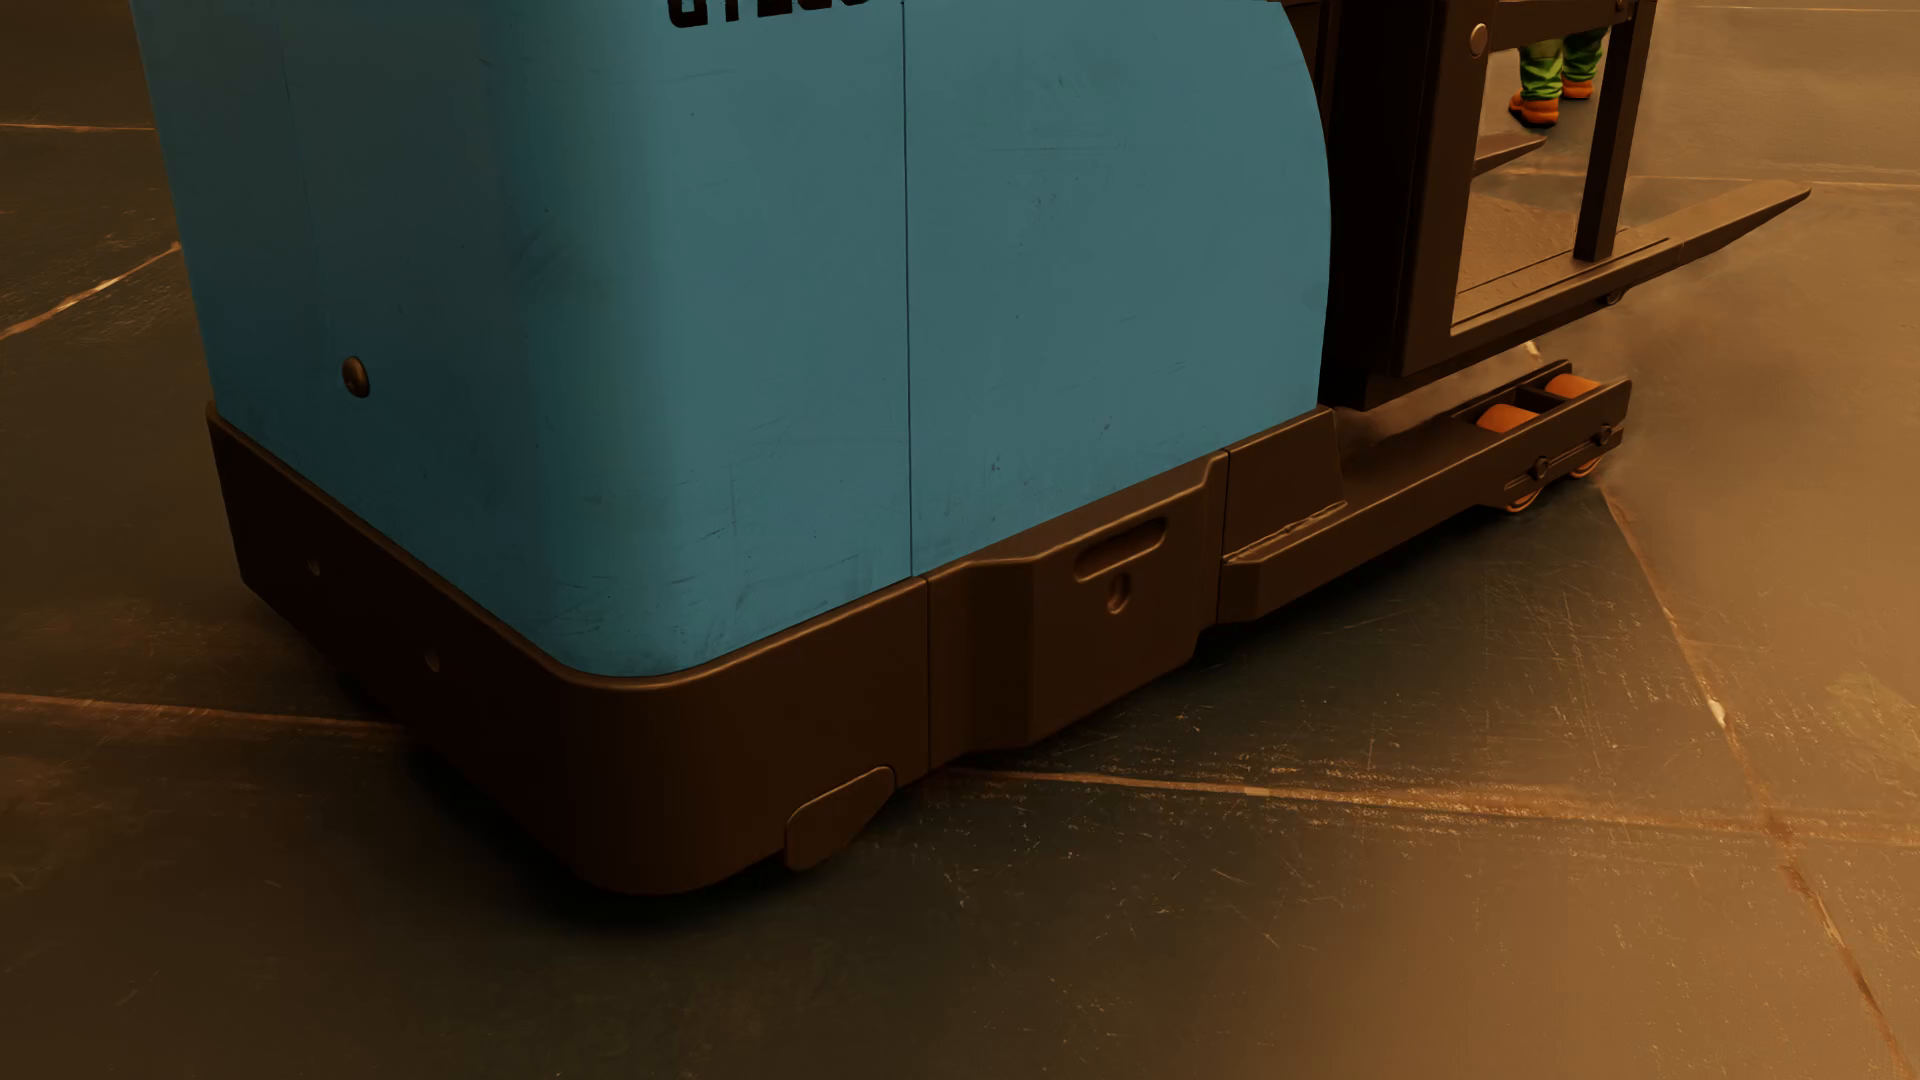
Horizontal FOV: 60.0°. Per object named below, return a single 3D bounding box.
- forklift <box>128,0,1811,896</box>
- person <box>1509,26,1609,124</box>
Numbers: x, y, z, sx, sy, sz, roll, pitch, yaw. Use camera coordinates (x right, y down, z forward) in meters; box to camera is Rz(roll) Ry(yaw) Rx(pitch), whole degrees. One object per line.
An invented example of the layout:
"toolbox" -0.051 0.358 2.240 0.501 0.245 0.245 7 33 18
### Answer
"forklift" 0.446 -1.507 2.237 3.031 2.935 1.130 -22 34 -37
"person" 1.901 -2.157 4.878 1.011 1.766 0.731 4 27 7
